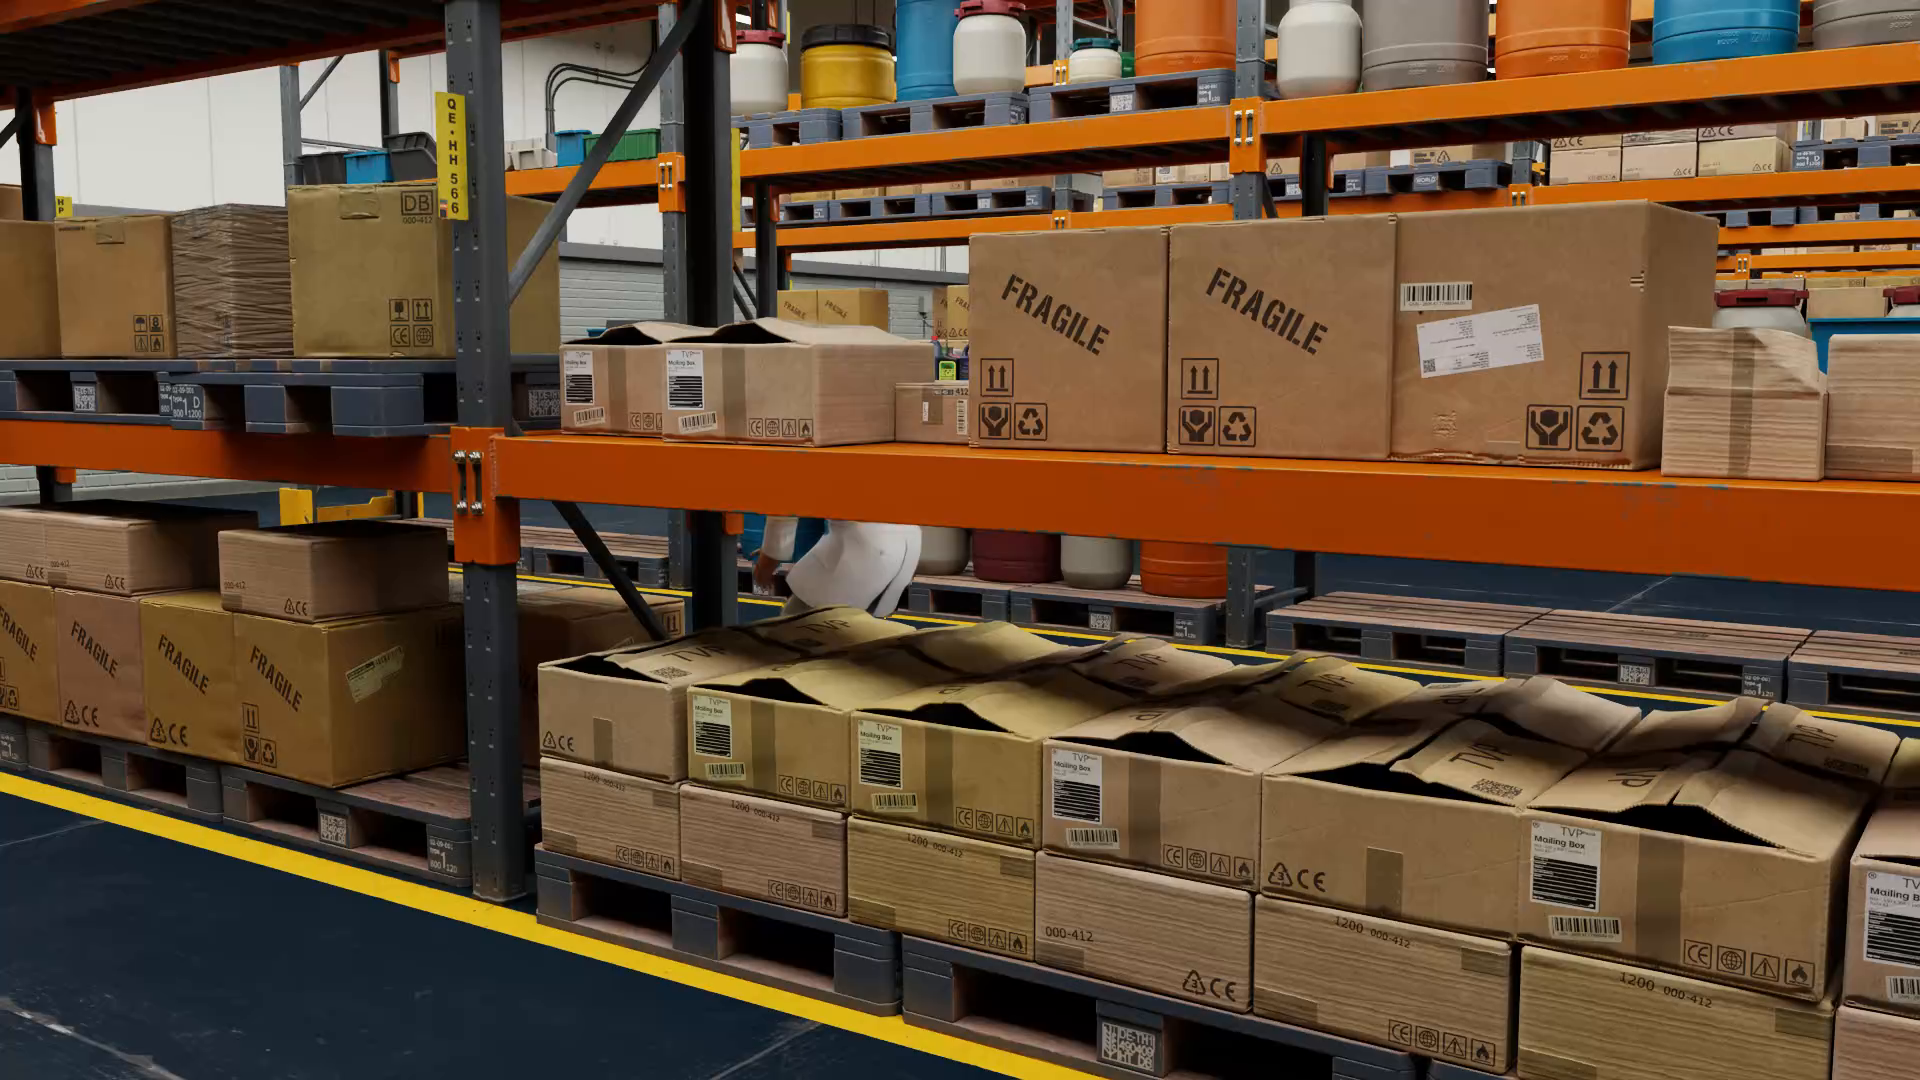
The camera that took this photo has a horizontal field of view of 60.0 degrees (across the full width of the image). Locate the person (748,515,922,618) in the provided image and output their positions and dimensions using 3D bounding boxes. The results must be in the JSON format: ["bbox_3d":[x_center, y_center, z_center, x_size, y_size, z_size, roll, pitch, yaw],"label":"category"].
[{"bbox_3d":[-0.458,0.033,6.377,0.588,1.588,0.623,4,7,34],"label":"person"}]
